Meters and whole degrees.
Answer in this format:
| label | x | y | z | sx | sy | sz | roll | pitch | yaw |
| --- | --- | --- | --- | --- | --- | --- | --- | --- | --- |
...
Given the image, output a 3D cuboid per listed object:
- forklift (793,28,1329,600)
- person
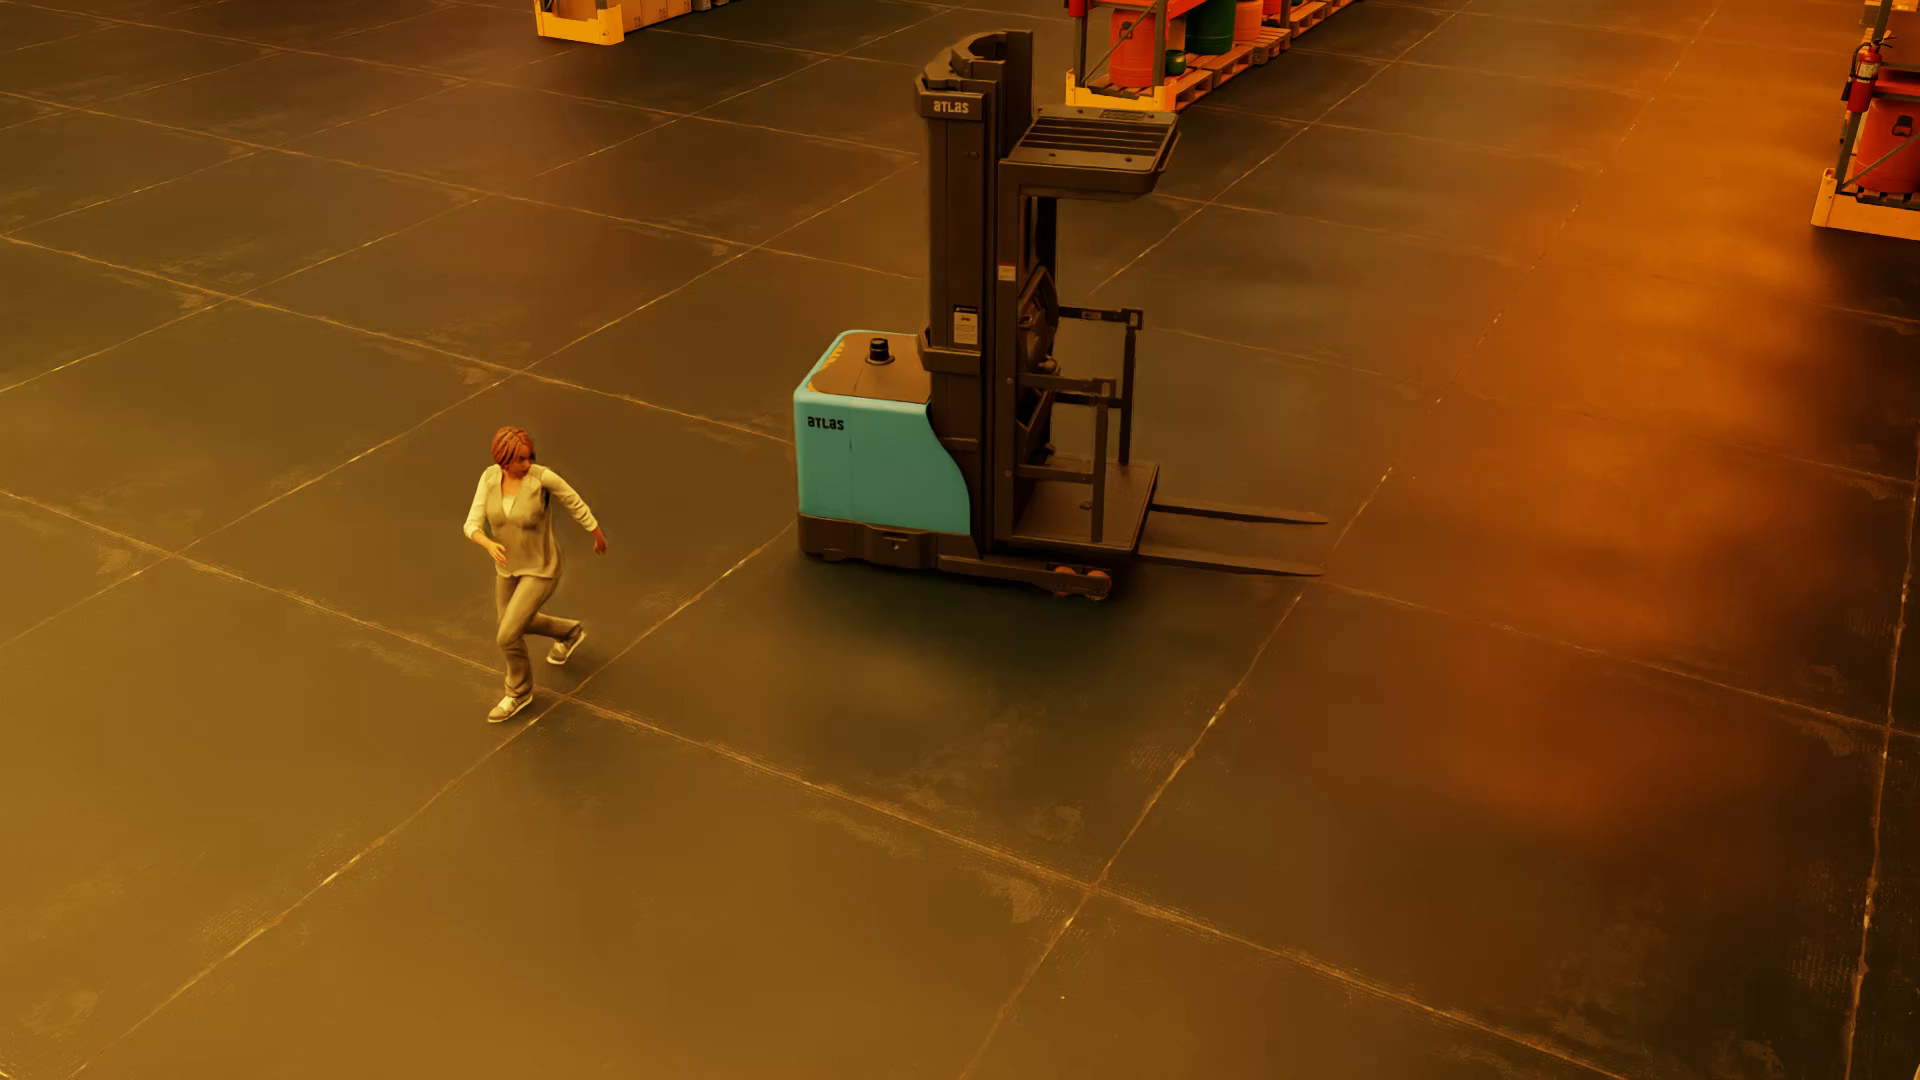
| label | x | y | z | sx | sy | sz | roll | pitch | yaw |
| --- | --- | --- | --- | --- | --- | --- | --- | --- | --- |
| forklift | 0.619 | -1.221 | 9.187 | 3.031 | 2.935 | 1.130 | 7 | 31 | 12 |
| person | -2.147 | 0.128 | 8.297 | 0.451 | 1.516 | 0.759 | 16 | 34 | 25 |
